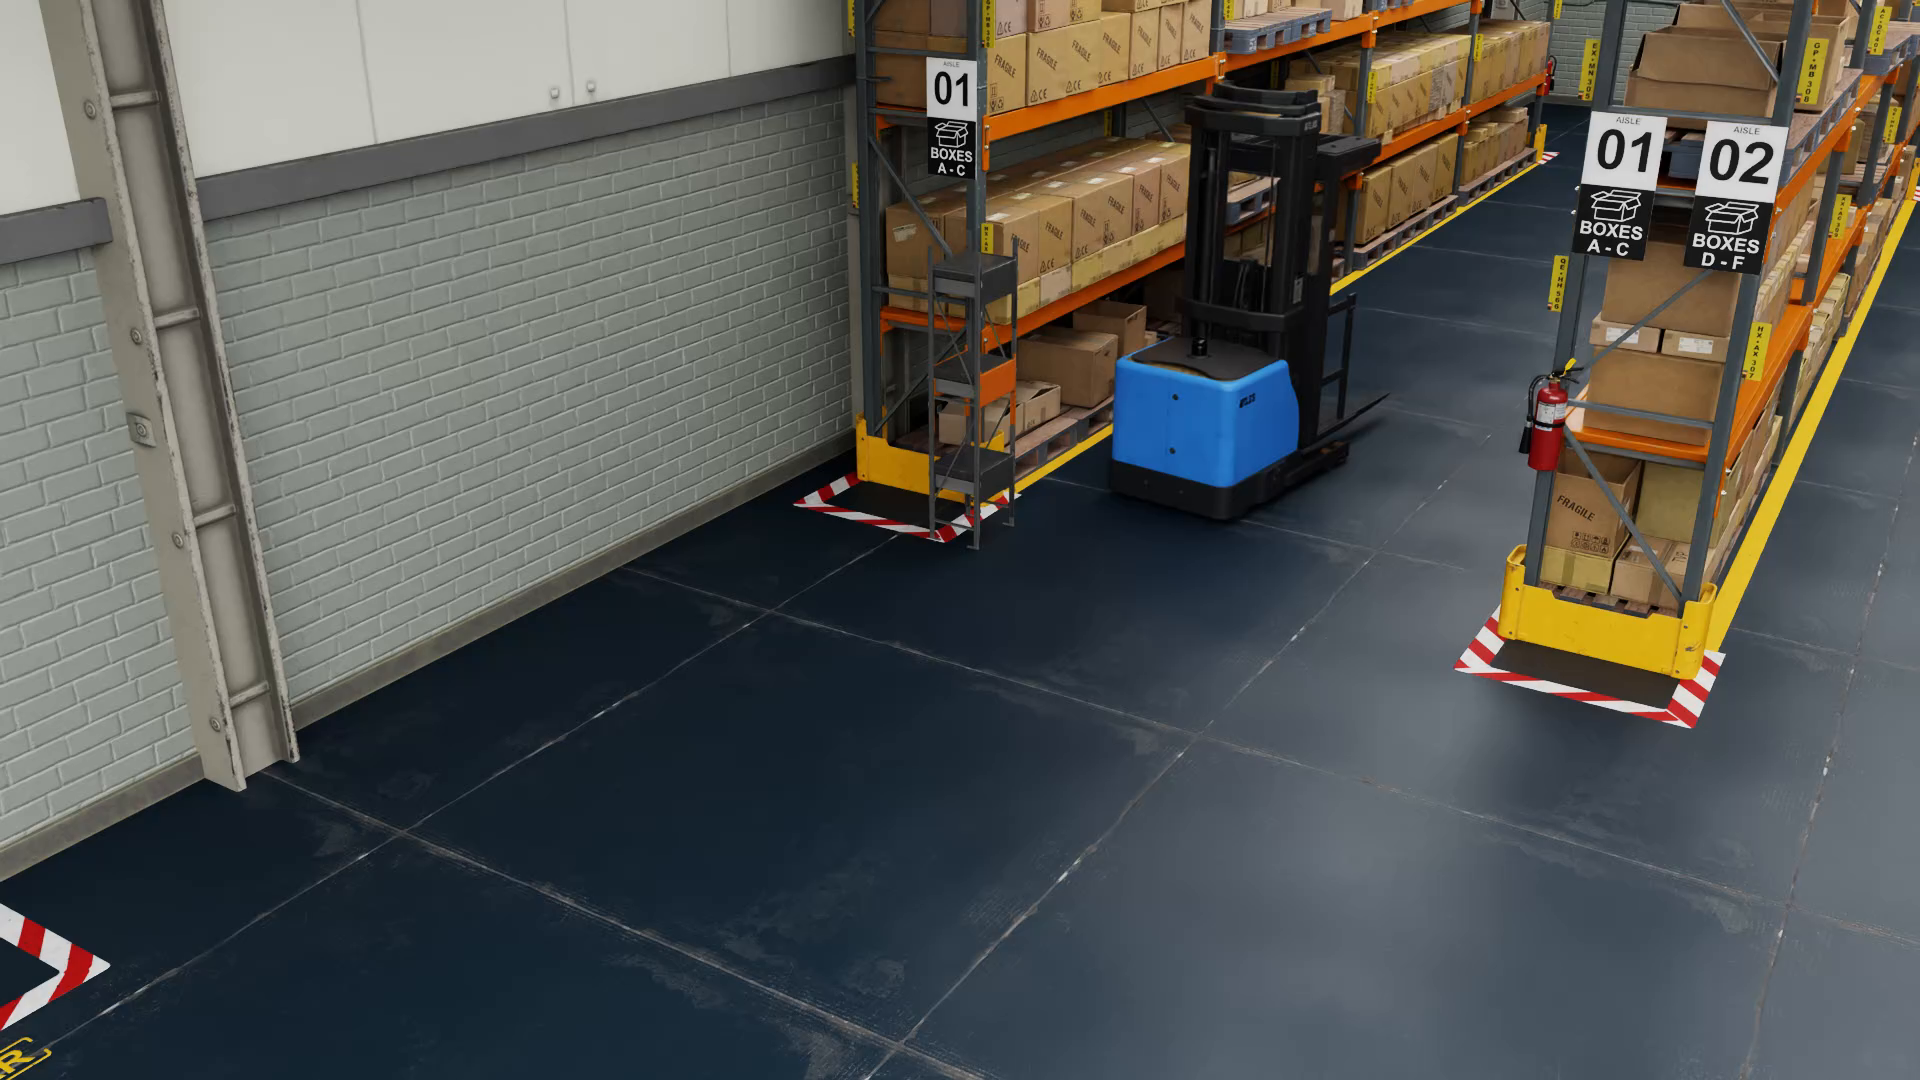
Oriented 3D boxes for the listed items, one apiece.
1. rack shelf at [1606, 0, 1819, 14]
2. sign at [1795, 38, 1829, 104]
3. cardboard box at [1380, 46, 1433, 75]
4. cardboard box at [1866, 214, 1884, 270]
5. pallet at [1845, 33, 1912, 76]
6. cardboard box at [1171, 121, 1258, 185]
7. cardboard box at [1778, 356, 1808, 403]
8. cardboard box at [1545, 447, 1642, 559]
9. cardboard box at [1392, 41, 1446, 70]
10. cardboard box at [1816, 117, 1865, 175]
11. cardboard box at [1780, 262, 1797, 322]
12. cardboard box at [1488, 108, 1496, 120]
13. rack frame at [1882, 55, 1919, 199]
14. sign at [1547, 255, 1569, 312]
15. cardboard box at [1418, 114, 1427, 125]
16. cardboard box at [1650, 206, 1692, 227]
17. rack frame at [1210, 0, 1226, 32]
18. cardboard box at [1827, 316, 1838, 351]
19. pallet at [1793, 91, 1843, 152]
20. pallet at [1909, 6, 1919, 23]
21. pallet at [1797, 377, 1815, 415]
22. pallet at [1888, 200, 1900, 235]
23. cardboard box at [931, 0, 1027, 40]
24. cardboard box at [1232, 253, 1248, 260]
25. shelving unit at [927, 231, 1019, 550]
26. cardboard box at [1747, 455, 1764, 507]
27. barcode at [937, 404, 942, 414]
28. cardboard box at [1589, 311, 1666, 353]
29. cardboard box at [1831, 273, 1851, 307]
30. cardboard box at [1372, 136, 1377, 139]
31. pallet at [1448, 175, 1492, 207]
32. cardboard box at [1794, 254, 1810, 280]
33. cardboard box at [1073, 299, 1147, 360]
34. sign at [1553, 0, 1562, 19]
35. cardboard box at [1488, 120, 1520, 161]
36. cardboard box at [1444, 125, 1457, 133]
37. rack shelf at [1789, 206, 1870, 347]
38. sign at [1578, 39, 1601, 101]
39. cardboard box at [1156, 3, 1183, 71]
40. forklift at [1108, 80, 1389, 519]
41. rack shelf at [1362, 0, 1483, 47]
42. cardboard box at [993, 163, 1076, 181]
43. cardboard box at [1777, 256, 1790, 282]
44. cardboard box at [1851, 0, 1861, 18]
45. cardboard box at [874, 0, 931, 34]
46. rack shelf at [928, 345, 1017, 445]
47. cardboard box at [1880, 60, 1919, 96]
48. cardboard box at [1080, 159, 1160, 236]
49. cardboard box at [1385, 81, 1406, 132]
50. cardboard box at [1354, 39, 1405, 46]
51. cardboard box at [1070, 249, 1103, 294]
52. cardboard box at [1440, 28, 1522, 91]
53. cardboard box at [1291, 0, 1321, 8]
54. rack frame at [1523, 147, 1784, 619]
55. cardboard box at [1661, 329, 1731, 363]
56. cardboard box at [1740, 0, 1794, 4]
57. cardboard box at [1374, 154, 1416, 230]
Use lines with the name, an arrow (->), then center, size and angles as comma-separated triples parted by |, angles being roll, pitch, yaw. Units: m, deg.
rack shelf -> 4.991, -3.642, 10.244 | 1.077, 0.370, 4.000 | 14, 27, 29
sign -> 4.404, -2.423, 8.595 | 0.100, 0.325, 0.005 | 14, 27, 29
cardboard box -> 5.211, -5.624, 19.496 | 0.500, 0.250, 0.500 | 13, 27, 28
cardboard box -> 9.716, -3.271, 18.123 | 0.500, 0.500, 0.500 | 14, 27, 30
pallet -> 7.286, -4.091, 13.887 | 1.003, 0.211, 1.213 | 15, 28, 31
cardboard box -> 2.434, -3.714, 15.873 | 0.700, 0.500, 0.500 | 17, 29, 34
cardboard box -> 6.475, -1.353, 13.326 | 0.500, 0.311, 0.500 | 14, 27, 29
cardboard box -> 3.966, -0.246, 10.530 | 0.500, 0.500, 0.500 | 14, 27, 29
cardboard box -> 5.479, -5.796, 19.893 | 0.500, 0.250, 0.500 | 14, 27, 30
cardboard box -> 8.392, -3.902, 16.333 | 0.700, 0.500, 0.500 | 5, 24, 11
cardboard box -> 5.817, -1.972, 12.404 | 0.700, 0.500, 0.500 | 13, 27, 28
cardboard box -> 7.510, -6.163, 24.012 | 0.380, 0.149, 0.250 | 14, 27, 29
rack frame -> 10.266, -4.777, 19.010 | 1.000, 3.000, 0.127 | 14, 27, 29
sign -> 3.482, -1.486, 9.651 | 0.100, 0.325, 0.005 | 14, 27, 29
cardboard box -> 5.410, -5.115, 20.081 | 0.380, 0.149, 0.250 | 13, 27, 28
cardboard box -> 4.494, -1.720, 10.188 | 0.700, 0.500, 0.500 | 13, 27, 28
rack frame -> 1.835, -5.867, 13.976 | 1.000, 3.000, 0.127 | 14, 27, 29
cardboard box -> 7.816, -1.955, 15.422 | 0.500, 0.250, 0.500 | 14, 27, 28
pallet -> 4.973, -2.710, 10.569 | 1.003, 0.211, 1.213 | 14, 27, 29
pallet -> 9.318, -5.512, 17.167 | 1.213, 0.211, 1.003 | 14, 27, 29
pallet -> 7.044, -1.468, 14.875 | 1.003, 0.211, 1.213 | 14, 27, 29
pallet -> 11.271, -4.143, 21.054 | 1.003, 0.211, 1.213 | 14, 27, 29
cardboard box -> 0.135, -3.734, 11.414 | 0.500, 0.500, 0.500 | 12, 26, 25
cardboard box -> 2.439, -2.606, 16.586 | 0.700, 0.500, 0.500 | 13, 27, 28
shelving unit -> 0.088, -1.019, 11.462 | 0.431, 2.100, 0.503 | 14, 27, 29
cardboard box -> 5.463, -0.467, 11.986 | 0.500, 0.250, 0.500 | 14, 27, 29
barcode -> -0.164, -1.041, 13.198 | 0.001, 0.075, 0.075 | 14, 27, 29
cardboard box -> 3.975, -1.240, 9.896 | 0.380, 0.149, 0.250 | 13, 27, 28
cardboard box -> 8.089, -2.387, 15.715 | 0.500, 0.311, 0.500 | 15, 27, 30
cardboard box -> 4.456, -4.504, 18.669 | 0.380, 0.149, 0.250 | 14, 27, 30
pallet -> 6.523, -4.775, 22.514 | 1.003, 0.211, 1.213 | 14, 27, 29
cardboard box -> 6.687, -2.218, 13.414 | 0.380, 0.149, 0.250 | 14, 27, 29
cardboard box -> 1.322, -1.810, 14.748 | 0.500, 0.500, 0.500 | 12, 26, 25
sign -> 8.619, -7.686, 23.973 | 0.100, 0.325, 0.005 | 14, 27, 29
cardboard box -> 7.617, -5.784, 23.952 | 0.700, 0.500, 0.500 | 14, 27, 29
cardboard box -> 6.706, -5.648, 22.823 | 0.380, 0.149, 0.250 | 13, 27, 27
rack shelf -> 7.101, -2.422, 14.475 | 1.077, 0.370, 4.000 | 14, 27, 29
sign -> 3.482, -2.592, 9.172 | 0.100, 0.325, 0.005 | 14, 27, 29
cardboard box -> 1.501, -4.155, 13.647 | 0.500, 0.500, 0.500 | 11, 26, 25
forklift -> 2.430, -2.009, 12.700 | 1.130, 2.935, 3.031 | 18, 29, 35
rack shelf -> 5.000, -6.186, 19.393 | 1.077, 0.370, 4.000 | 14, 27, 29
cardboard box -> 0.602, -2.765, 13.582 | 0.500, 0.500, 0.500 | 14, 27, 30
cardboard box -> 5.413, -1.856, 11.319 | 0.380, 0.149, 0.250 | 15, 27, 30
cardboard box -> 6.685, -4.319, 12.891 | 0.500, 0.500, 0.500 | 17, 29, 34
cardboard box -> -0.269, -3.855, 11.693 | 0.500, 0.500, 0.500 | 15, 28, 31
rack shelf -> 0.088, -1.007, 11.467 | 0.431, 0.518, 0.480 | 14, 27, 29
cardboard box -> 10.753, -5.382, 19.022 | 0.500, 0.500, 0.500 | 15, 27, 30
cardboard box -> 1.315, -2.837, 13.747 | 0.500, 0.500, 0.500 | 13, 27, 27
cardboard box -> 4.703, -4.941, 18.862 | 0.500, 0.500, 0.500 | 15, 28, 31
cardboard box -> 5.061, -5.901, 20.136 | 0.500, 0.250, 0.500 | 13, 27, 27
cardboard box -> 0.788, -2.151, 13.108 | 0.500, 0.250, 0.500 | 13, 27, 28
cardboard box -> 7.120, -6.624, 22.899 | 0.980, 0.700, 0.700 | 12, 26, 26
cardboard box -> 3.183, -5.479, 16.700 | 0.797, 0.503, 0.637 | 18, 29, 36
rack frame -> 3.936, -0.727, 9.654 | 1.000, 3.000, 0.127 | 14, 27, 29
cardboard box -> 4.326, -1.158, 9.707 | 0.380, 0.149, 0.250 | 14, 27, 29
cardboard box -> 5.556, -3.642, 11.781 | 0.500, 0.500, 0.500 | 16, 28, 33
cardboard box -> 4.912, -4.185, 19.820 | 0.750, 0.750, 0.750 | 14, 27, 29
